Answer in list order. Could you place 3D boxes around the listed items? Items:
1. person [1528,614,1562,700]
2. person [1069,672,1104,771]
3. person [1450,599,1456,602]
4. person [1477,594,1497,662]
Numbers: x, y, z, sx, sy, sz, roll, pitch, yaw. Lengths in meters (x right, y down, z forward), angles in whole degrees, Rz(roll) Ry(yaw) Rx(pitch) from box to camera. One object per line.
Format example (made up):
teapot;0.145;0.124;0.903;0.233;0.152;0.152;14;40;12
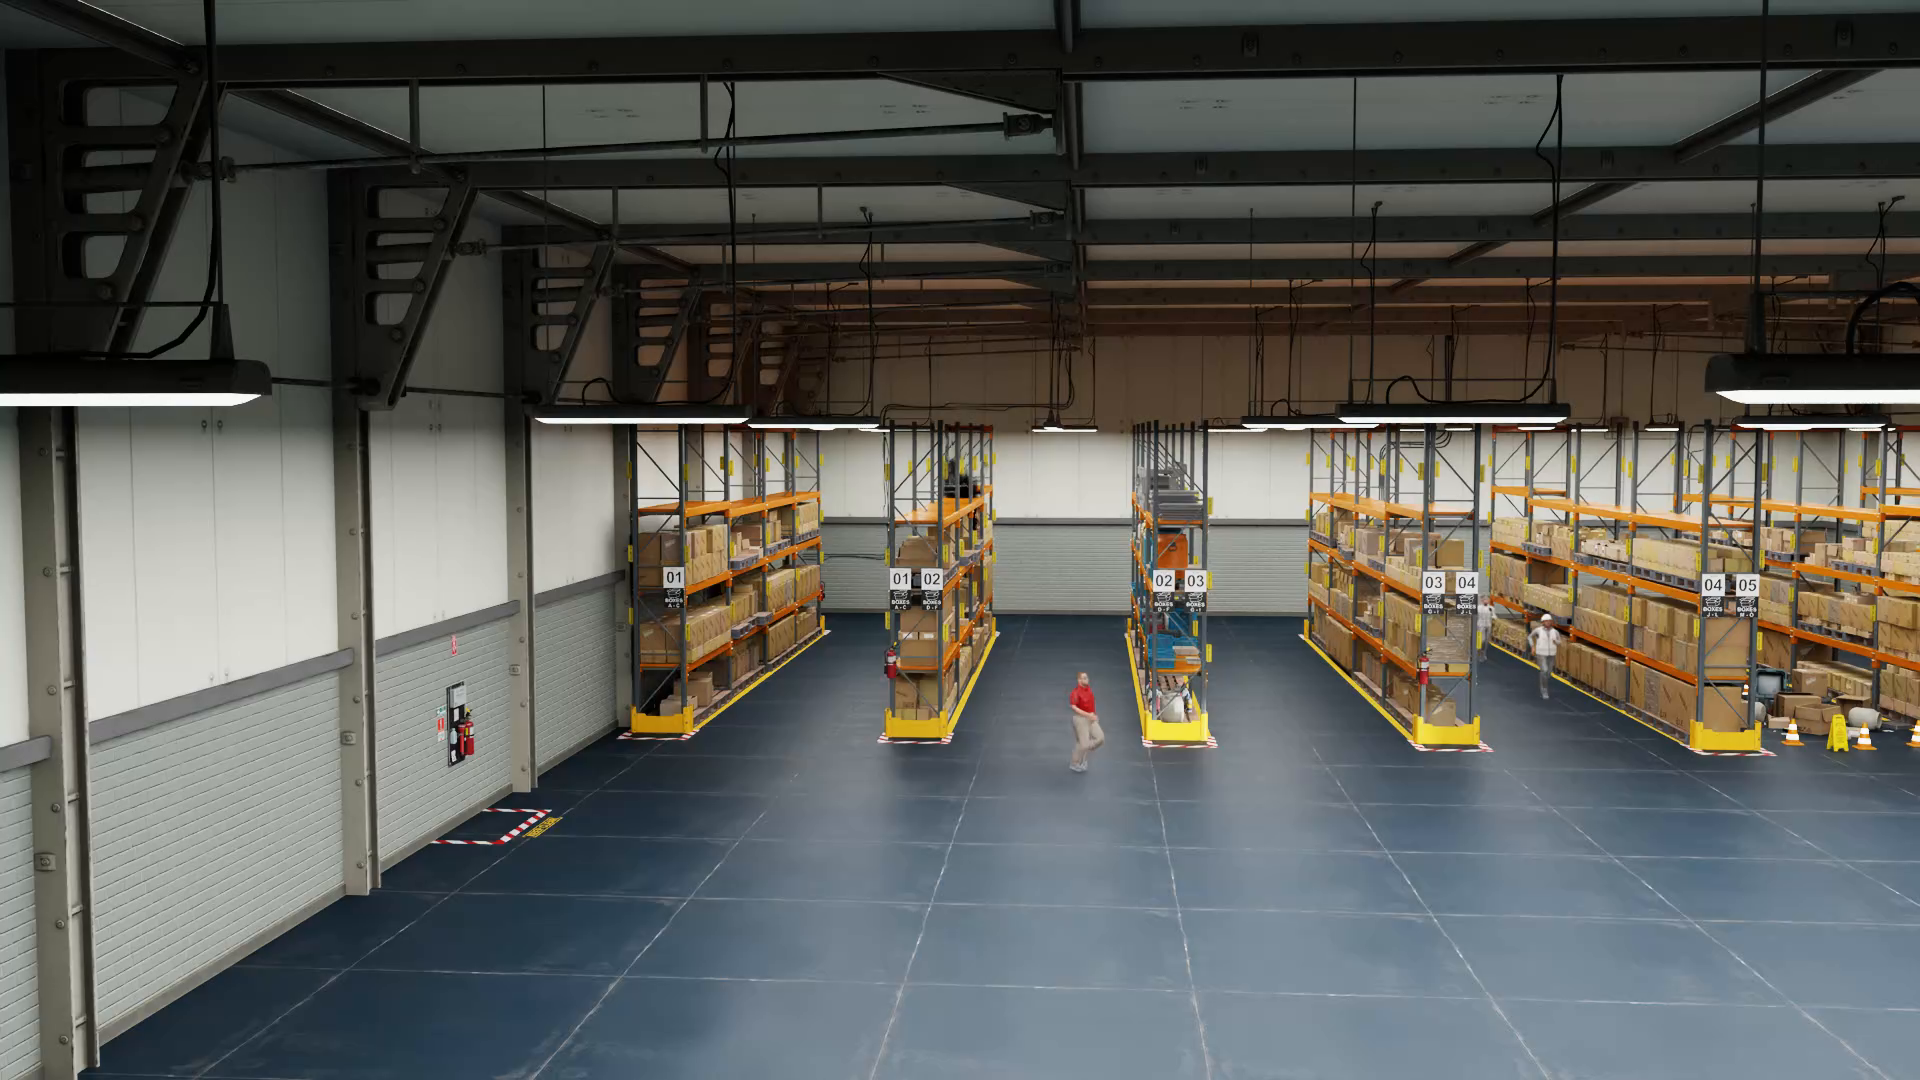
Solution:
person;12.797;2.531;36.339;0.635;1.828;0.801;0;4;-4
person;2.146;3.085;28.307;0.594;1.686;0.675;3;4;35
person;13.501;1.958;46.554;0.775;1.722;0.695;2;4;25
person;13.250;2.232;41.972;0.590;1.732;0.671;0;4;2
